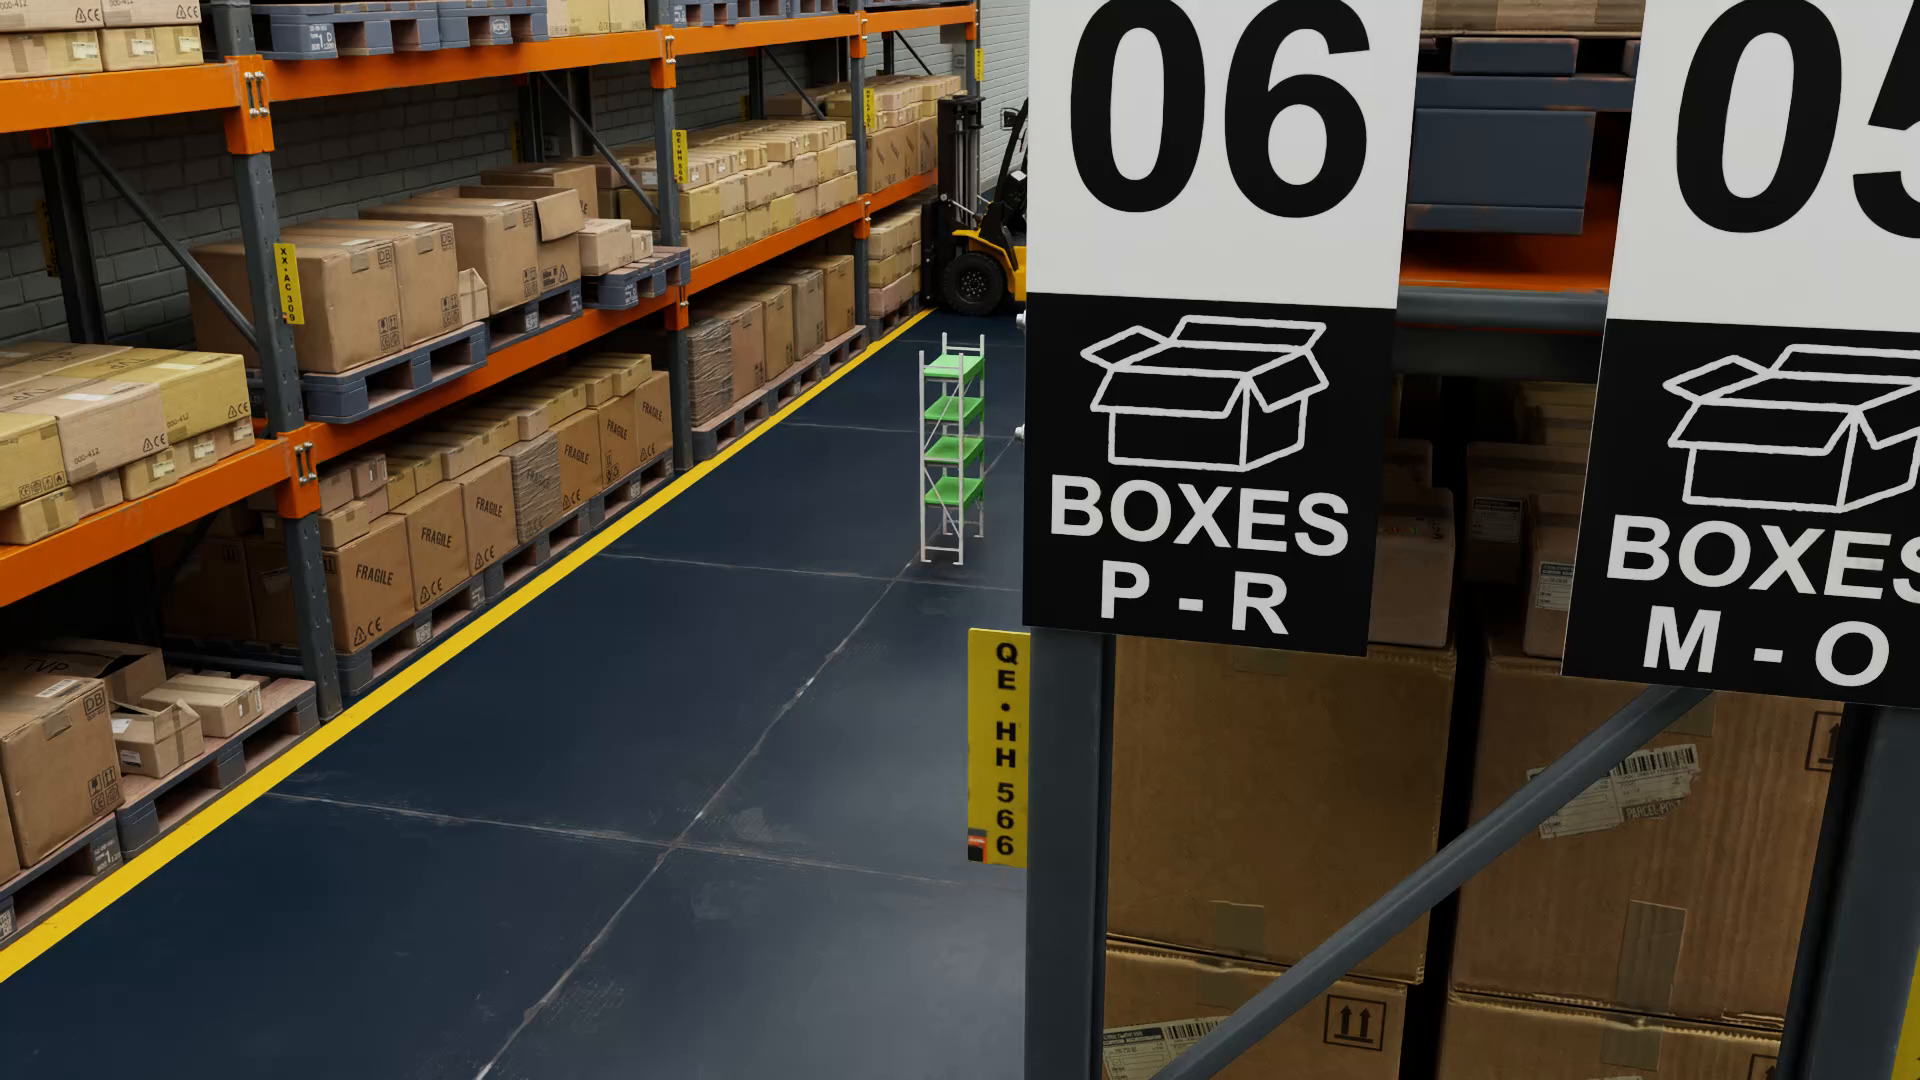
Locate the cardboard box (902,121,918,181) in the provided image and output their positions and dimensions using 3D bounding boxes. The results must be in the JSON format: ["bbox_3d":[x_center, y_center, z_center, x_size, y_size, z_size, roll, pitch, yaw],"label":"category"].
[{"bbox_3d":[-0.705,-3.666,15.626,0.500,0.500,0.500,4,19,13],"label":"cardboard box"}]

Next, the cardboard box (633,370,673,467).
[{"bbox_3d":[-2.173,-0.790,10.576,0.500,0.500,0.500,5,20,15],"label":"cardboard box"}]

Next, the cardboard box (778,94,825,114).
[{"bbox_3d":[-1.414,-3.871,14.763,0.380,0.149,0.250,4,19,12],"label":"cardboard box"}]

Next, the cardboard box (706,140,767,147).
[{"bbox_3d":[-1.639,-2.849,12.229,0.380,0.149,0.250,5,19,13],"label":"cardboard box"}]

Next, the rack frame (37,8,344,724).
[{"bbox_3d":[-3.255,-0.670,7.007,1.000,3.000,0.127,5,19,13],"label":"rack frame"}]

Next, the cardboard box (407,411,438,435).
[{"bbox_3d":[-3.079,-0.616,9.066,0.380,0.149,0.250,4,19,11],"label":"cardboard box"}]

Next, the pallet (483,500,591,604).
[{"bbox_3d":[-2.797,0.009,9.336,1.003,0.211,1.213,5,19,13],"label":"pallet"}]

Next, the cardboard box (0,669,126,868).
[{"bbox_3d":[-3.491,0.794,5.940,0.700,0.500,0.500,4,19,11],"label":"cardboard box"}]

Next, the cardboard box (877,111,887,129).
[{"bbox_3d":[-0.869,-3.776,14.943,0.380,0.149,0.250,5,19,13],"label":"cardboard box"}]

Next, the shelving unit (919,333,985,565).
[{"bbox_3d":[-0.040,-0.516,9.342,0.258,1.200,0.503,5,19,13],"label":"shelving unit"}]

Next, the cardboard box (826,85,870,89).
[{"bbox_3d":[-1.079,-4.272,15.935,0.380,0.149,0.250,5,20,15],"label":"cardboard box"}]

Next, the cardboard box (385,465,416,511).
[{"bbox_3d":[-2.865,-0.258,8.016,0.380,0.149,0.250,4,19,11],"label":"cardboard box"}]

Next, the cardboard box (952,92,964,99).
[{"bbox_3d":[-0.170,-4.572,17.274,0.380,0.149,0.250,5,19,14],"label":"cardboard box"}]

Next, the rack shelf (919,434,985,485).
[{"bbox_3d":[-0.040,-0.455,9.362,0.258,0.148,0.480,5,19,13],"label":"rack shelf"}]

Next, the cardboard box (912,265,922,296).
[{"bbox_3d":[-0.642,-2.523,16.037,0.500,0.250,0.500,5,19,14],"label":"cardboard box"}]

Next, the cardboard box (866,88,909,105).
[{"bbox_3d":[-0.697,-4.159,15.604,0.380,0.149,0.250,5,19,13],"label":"cardboard box"}]

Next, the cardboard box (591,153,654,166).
[{"bbox_3d":[-2.316,-2.563,11.392,0.380,0.149,0.250,5,19,13],"label":"cardboard box"}]

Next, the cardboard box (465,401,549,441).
[{"bbox_3d":[-2.504,-0.658,9.187,0.380,0.149,0.250,4,19,11],"label":"cardboard box"}]

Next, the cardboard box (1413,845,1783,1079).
[{"bbox_3d":[0.978,0.800,2.550,0.500,0.500,0.500,5,19,13],"label":"cardboard box"}]

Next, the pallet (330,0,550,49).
[{"bbox_3d":[-2.777,-2.524,8.087,1.213,0.211,1.003,5,19,13],"label":"pallet"}]

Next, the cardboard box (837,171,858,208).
[{"bbox_3d":[-1.170,-2.927,13.850,0.500,0.250,0.500,5,20,15],"label":"cardboard box"}]

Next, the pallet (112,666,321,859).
[{"bbox_3d":[-3.424,0.865,6.828,1.003,0.211,1.213,5,19,13],"label":"pallet"}]

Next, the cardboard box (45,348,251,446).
[{"bbox_3d":[-3.143,-0.561,6.460,0.500,0.250,0.500,5,20,15],"label":"cardboard box"}]

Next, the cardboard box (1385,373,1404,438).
[{"bbox_3d":[0.597,-0.225,3.002,0.380,0.149,0.250,5,20,15],"label":"cardboard box"}]

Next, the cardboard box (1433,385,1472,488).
[{"bbox_3d":[1.213,0.002,3.339,0.500,0.500,0.500,5,19,13],"label":"cardboard box"}]

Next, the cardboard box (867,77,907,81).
[{"bbox_3d":[-0.760,-4.674,17.113,0.380,0.149,0.250,5,19,14],"label":"cardboard box"}]

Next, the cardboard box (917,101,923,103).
[{"bbox_3d":[-0.574,-4.179,16.124,0.380,0.149,0.250,5,19,13],"label":"cardboard box"}]

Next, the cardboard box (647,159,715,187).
[{"bbox_3d":[-1.850,-2.438,11.026,0.380,0.149,0.250,5,20,15],"label":"cardboard box"}]

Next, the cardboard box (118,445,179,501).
[{"bbox_3d":[-3.171,-0.264,6.209,0.380,0.149,0.250,5,20,15],"label":"cardboard box"}]

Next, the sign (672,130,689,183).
[{"bbox_3d":[-1.749,-2.394,10.387,0.100,0.325,0.005,5,19,13],"label":"sign"}]

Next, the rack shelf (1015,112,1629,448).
[{"bbox_3d":[1.071,-0.731,3.659,1.077,0.370,4.000,5,19,13],"label":"rack shelf"}]

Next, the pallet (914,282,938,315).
[{"bbox_3d":[-0.769,-2.487,16.642,1.003,0.211,1.213,5,19,13],"label":"pallet"}]

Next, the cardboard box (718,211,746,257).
[{"bbox_3d":[-1.805,-2.129,11.513,0.500,0.250,0.500,4,19,12],"label":"cardboard box"}]

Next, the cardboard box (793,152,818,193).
[{"bbox_3d":[-1.422,-2.847,12.841,0.500,0.250,0.500,5,19,14],"label":"cardboard box"}]

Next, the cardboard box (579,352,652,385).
[{"bbox_3d":[-2.153,-1.071,10.397,0.380,0.149,0.250,4,19,11],"label":"cardboard box"}]

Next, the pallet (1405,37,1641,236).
[{"bbox_3d":[0.753,-0.636,2.405,1.003,0.211,1.213,5,19,13],"label":"pallet"}]

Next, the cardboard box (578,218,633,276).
[{"bbox_3d":[-2.222,-1.695,9.591,0.500,0.250,0.500,4,19,11],"label":"cardboard box"}]

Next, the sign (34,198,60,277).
[{"bbox_3d":[-3.794,-1.260,6.945,0.100,0.325,0.005,5,19,13],"label":"sign"}]

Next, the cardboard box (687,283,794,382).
[{"bbox_3d":[-1.796,-1.609,12.782,0.875,0.625,0.625,4,19,11],"label":"cardboard box"}]

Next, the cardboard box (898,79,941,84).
[{"bbox_3d":[-0.407,-4.561,16.781,0.380,0.149,0.250,5,19,14],"label":"cardboard box"}]

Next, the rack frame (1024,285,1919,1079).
[{"bbox_3d":[0.582,0.975,2.192,1.000,3.000,0.127,5,19,13],"label":"rack frame"}]

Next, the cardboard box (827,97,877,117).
[{"bbox_3d":[-0.935,-3.749,14.403,0.380,0.149,0.250,5,20,14],"label":"cardboard box"}]

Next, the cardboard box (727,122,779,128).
[{"bbox_3d":[-1.711,-3.358,13.720,0.380,0.149,0.250,4,19,12],"label":"cardboard box"}]

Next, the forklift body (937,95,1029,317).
[{"bbox_3d":[0.983,-3.291,15.994,2.313,2.155,1.214,5,19,13],"label":"forklift body"}]

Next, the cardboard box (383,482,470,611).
[{"bbox_3d":[-2.798,0.013,8.226,0.500,0.500,0.500,4,19,13],"label":"cardboard box"}]

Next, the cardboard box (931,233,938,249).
[{"bbox_3d":[-0.503,-2.911,16.401,0.500,0.250,0.500,5,19,13],"label":"cardboard box"}]

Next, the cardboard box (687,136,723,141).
[{"bbox_3d":[-2.012,-2.964,12.566,0.380,0.149,0.250,5,19,14],"label":"cardboard box"}]

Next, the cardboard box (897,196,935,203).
[{"bbox_3d":[-0.366,-3.313,16.804,0.500,0.250,0.500,5,19,14],"label":"cardboard box"}]

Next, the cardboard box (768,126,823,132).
[{"bbox_3d":[-1.325,-3.252,13.409,0.380,0.149,0.250,5,19,13],"label":"cardboard box"}]

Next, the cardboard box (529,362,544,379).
[{"bbox_3d":[-2.798,-1.026,10.265,0.380,0.149,0.250,5,20,15],"label":"cardboard box"}]

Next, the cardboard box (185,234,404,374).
[{"bbox_3d":[-2.920,-1.050,7.315,0.700,0.500,0.500,5,20,15],"label":"cardboard box"}]

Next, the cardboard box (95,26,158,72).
[{"bbox_3d":[-3.119,-1.758,5.941,0.380,0.149,0.250,5,19,13],"label":"cardboard box"}]

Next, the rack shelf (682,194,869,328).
[{"bbox_3d":[-1.789,-2.210,12.629,1.077,0.370,4.000,5,19,13],"label":"rack shelf"}]

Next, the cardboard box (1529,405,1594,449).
[{"bbox_3d":[1.107,-0.102,2.641,0.380,0.149,0.250,5,20,15],"label":"cardboard box"}]
